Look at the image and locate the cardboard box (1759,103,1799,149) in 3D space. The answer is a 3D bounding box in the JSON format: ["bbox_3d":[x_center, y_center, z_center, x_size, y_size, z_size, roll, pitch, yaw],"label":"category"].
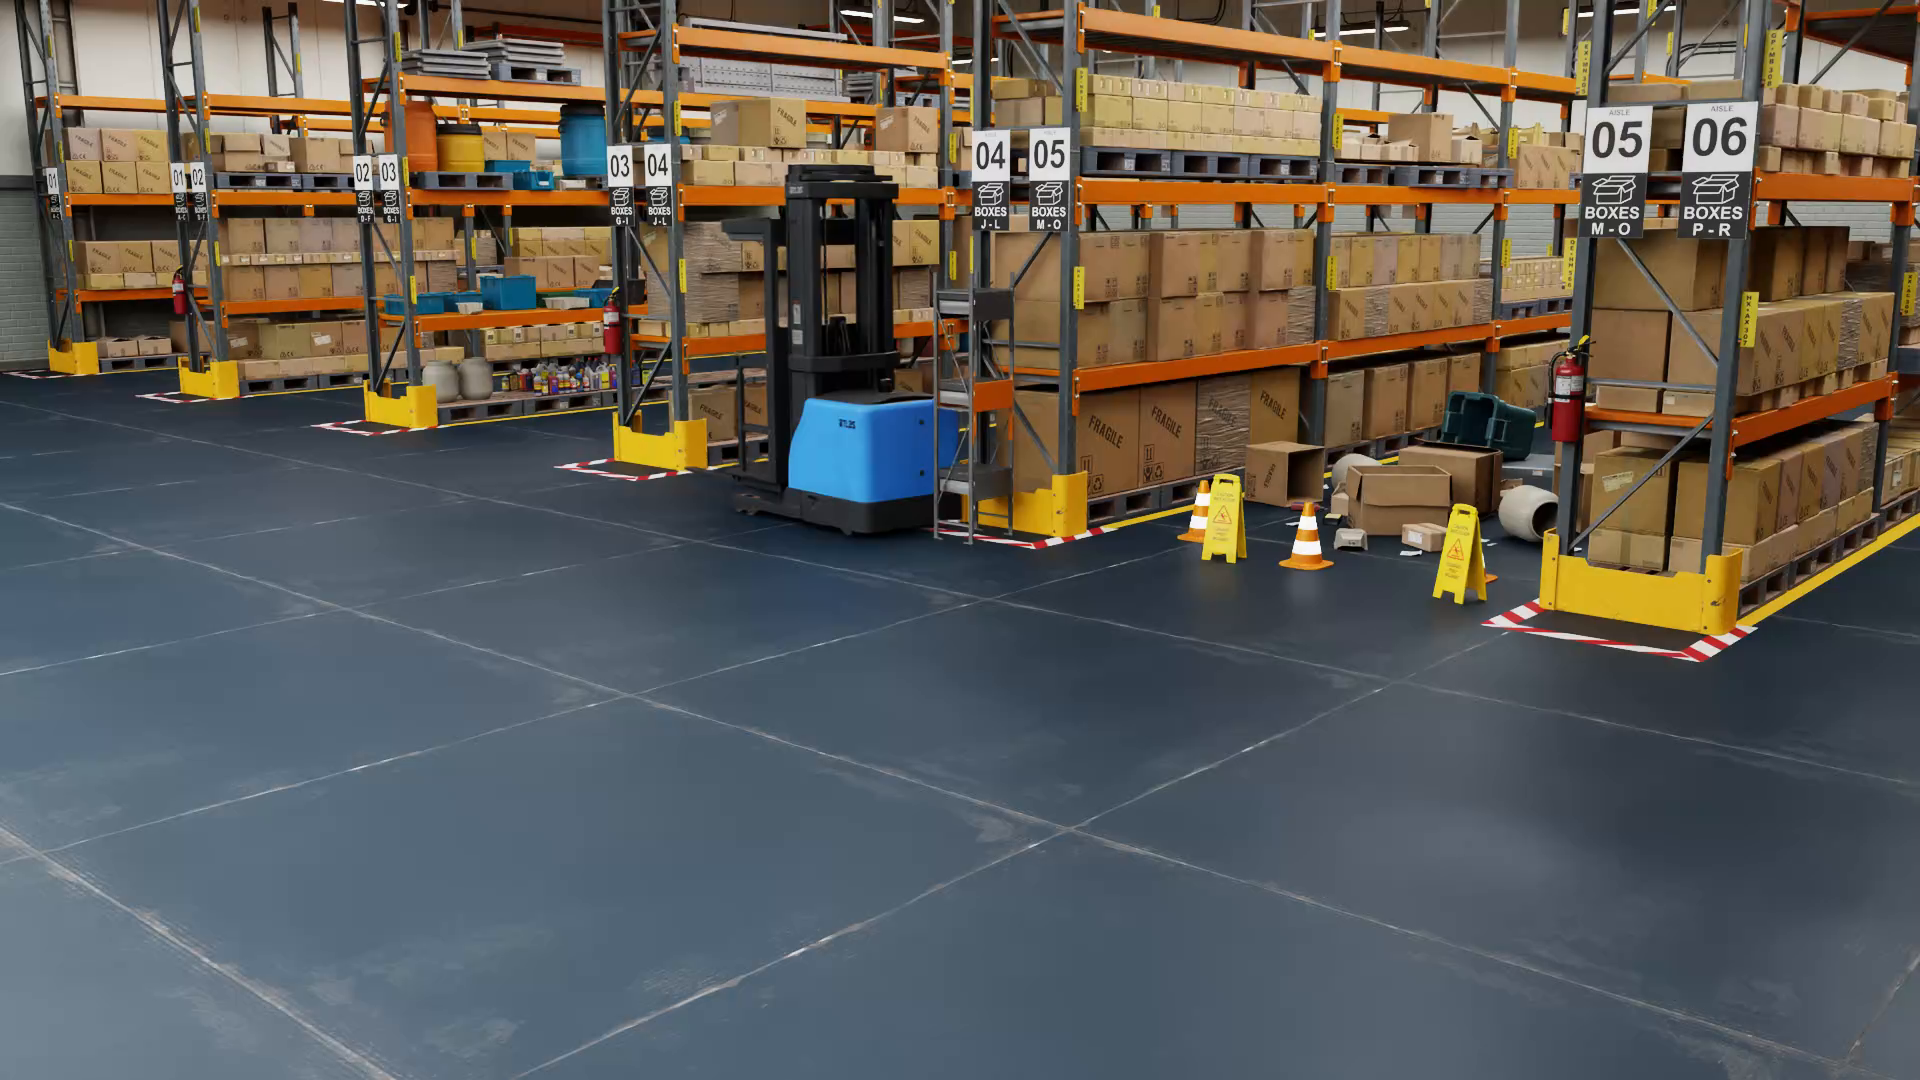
[{"bbox_3d":[4.837,-2.548,10.274,0.500,0.250,0.500,9,15,39],"label":"cardboard box"}]

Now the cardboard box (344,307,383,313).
[{"bbox_3d":[-10.899,-4.290,30.373,0.500,0.250,0.500,9,15,39],"label":"cardboard box"}]

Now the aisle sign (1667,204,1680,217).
[{"bbox_3d":[10.905,-5.269,25.294,0.394,0.787,0.004,10,15,40],"label":"aisle sign"}]

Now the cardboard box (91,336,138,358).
[{"bbox_3d":[-13.777,-3.155,27.091,0.500,0.311,0.500,8,14,34],"label":"cardboard box"}]

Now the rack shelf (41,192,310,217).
[{"bbox_3d":[-12.981,-5.580,27.669,1.077,0.370,4.000,10,15,40],"label":"rack shelf"}]

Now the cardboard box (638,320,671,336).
[{"bbox_3d":[-3.106,-2.192,17.168,0.380,0.149,0.250,10,15,40],"label":"cardboard box"}]

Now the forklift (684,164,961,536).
[{"bbox_3d":[-1.328,-1.704,14.261,1.130,2.935,3.031,-9,15,-39],"label":"forklift"}]

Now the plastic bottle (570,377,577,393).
[{"bbox_3d":[-5.071,-2.036,21.770,0.097,0.201,0.097,0,11,0],"label":"plastic bottle"}]

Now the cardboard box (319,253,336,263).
[{"bbox_3d":[-9.308,-4.114,24.241,0.380,0.149,0.250,10,15,40],"label":"cardboard box"}]

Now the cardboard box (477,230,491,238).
[{"bbox_3d":[-9.226,-5.873,31.922,0.380,0.149,0.250,7,14,33],"label":"cardboard box"}]

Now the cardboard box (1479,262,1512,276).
[{"bbox_3d":[6.255,-3.185,19.551,0.380,0.149,0.250,10,15,40],"label":"cardboard box"}]

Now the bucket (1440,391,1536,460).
[{"bbox_3d":[4.803,-1.001,15.040,0.620,0.611,0.726,5,7,-30],"label":"bucket"}]

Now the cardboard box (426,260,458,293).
[{"bbox_3d":[-8.225,-4.099,25.821,0.700,0.500,0.500,9,15,39],"label":"cardboard box"}]

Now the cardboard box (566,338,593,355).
[{"bbox_3d":[-6.470,-3.227,27.660,0.500,0.250,0.500,10,15,41],"label":"cardboard box"}]

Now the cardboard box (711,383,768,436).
[{"bbox_3d":[-2.345,-1.409,17.915,0.500,0.500,0.500,-7,13,-33],"label":"cardboard box"}]

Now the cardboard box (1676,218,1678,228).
[{"bbox_3d":[9.949,-4.300,23.512,0.500,0.500,0.500,9,14,38],"label":"cardboard box"}]

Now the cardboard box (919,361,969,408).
[{"bbox_3d":[-0.077,-1.912,20.386,0.700,0.500,0.500,8,14,36],"label":"cardboard box"}]

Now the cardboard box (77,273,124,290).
[{"bbox_3d":[-13.741,-4.135,26.586,0.500,0.250,0.500,9,15,39],"label":"cardboard box"}]

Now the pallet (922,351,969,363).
[{"bbox_3d":[-0.284,-2.996,27.674,1.003,0.211,1.213,10,15,40],"label":"pallet"}]

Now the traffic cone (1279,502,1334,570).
[{"bbox_3d":[2.562,-0.045,12.253,0.336,0.463,0.334,10,15,40],"label":"traffic cone"}]

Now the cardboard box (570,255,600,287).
[{"bbox_3d":[-6.392,-4.505,27.852,0.500,0.500,0.500,9,14,37],"label":"cardboard box"}]

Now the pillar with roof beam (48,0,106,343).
[{"bbox_3d":[-11.255,-6.768,24.120,9.100,9.000,0.400,10,15,40],"label":"pillar with roof beam"}]

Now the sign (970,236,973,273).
[{"bbox_3d":[0.122,-2.346,13.739,0.100,0.325,0.005,10,15,40],"label":"sign"}]

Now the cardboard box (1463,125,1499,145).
[{"bbox_3d":[6.200,-4.833,19.883,0.396,0.266,0.258,10,15,40],"label":"cardboard box"}]

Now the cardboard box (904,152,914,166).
[{"bbox_3d":[-0.741,-4.315,18.864,0.380,0.149,0.250,10,15,41],"label":"cardboard box"}]

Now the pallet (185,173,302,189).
[{"bbox_3d":[-10.092,-5.056,23.434,1.003,0.211,1.213,10,15,40],"label":"pallet"}]

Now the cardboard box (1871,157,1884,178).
[{"bbox_3d":[6.583,-2.749,12.299,0.380,0.149,0.250,10,15,41],"label":"cardboard box"}]

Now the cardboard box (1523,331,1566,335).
[{"bbox_3d":[7.755,-2.629,22.111,0.500,0.250,0.500,9,14,38],"label":"cardboard box"}]

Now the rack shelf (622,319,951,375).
[{"bbox_3d":[-1.819,-2.188,18.343,1.077,0.370,4.000,10,15,40],"label":"rack shelf"}]

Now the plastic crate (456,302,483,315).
[{"bbox_3d":[-6.027,-2.847,20.483,0.298,0.136,0.250,10,15,40],"label":"plastic crate"}]

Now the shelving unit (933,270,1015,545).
[{"bbox_3d":[0.109,-1.054,13.127,0.431,2.100,0.503,10,15,40],"label":"shelving unit"}]

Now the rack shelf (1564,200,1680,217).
[{"bbox_3d":[9.762,-4.768,23.604,1.077,0.370,4.000,10,15,40],"label":"rack shelf"}]

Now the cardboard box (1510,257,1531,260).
[{"bbox_3d":[7.150,-3.578,21.519,0.380,0.149,0.250,10,15,40],"label":"cardboard box"}]

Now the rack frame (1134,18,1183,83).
[{"bbox_3d":[3.702,-8.183,31.204,1.000,3.000,0.127,10,15,40],"label":"rack frame"}]

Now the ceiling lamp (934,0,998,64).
[{"bbox_3d":[-0.071,-12.394,37.388,2.000,3.185,0.800,10,15,40],"label":"ceiling lamp"}]

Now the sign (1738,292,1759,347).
[{"bbox_3d":[4.713,-1.319,9.949,0.100,0.325,0.005,10,15,40],"label":"sign"}]

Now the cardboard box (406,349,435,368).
[{"bbox_3d":[-8.417,-2.805,25.545,0.500,0.250,0.500,10,15,40],"label":"cardboard box"}]

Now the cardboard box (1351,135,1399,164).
[{"bbox_3d":[4.488,-4.222,17.933,0.500,0.311,0.500,9,15,39],"label":"cardboard box"}]

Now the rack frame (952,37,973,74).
[{"bbox_3d":[-0.016,-8.824,34.413,1.000,3.000,0.127,10,15,40],"label":"rack frame"}]

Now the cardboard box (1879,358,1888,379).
[{"bbox_3d":[6.962,-1.344,12.922,0.380,0.149,0.250,10,15,40],"label":"cardboard box"}]

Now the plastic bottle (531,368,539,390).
[{"bbox_3d":[-5.698,-2.148,22.136,0.152,0.276,0.135,9,15,39],"label":"plastic bottle"}]

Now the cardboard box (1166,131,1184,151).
[{"bbox_3d":[1.654,-3.351,13.984,0.380,0.149,0.250,10,15,41],"label":"cardboard box"}]

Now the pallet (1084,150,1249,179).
[{"bbox_3d":[1.807,-3.308,14.686,1.003,0.211,1.213,10,15,40],"label":"pallet"}]

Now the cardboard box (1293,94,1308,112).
[{"bbox_3d":[2.992,-4.040,15.401,0.380,0.149,0.250,10,15,40],"label":"cardboard box"}]

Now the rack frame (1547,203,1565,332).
[{"bbox_3d":[8.442,-3.356,22.354,1.000,3.000,0.127,10,15,40],"label":"rack frame"}]

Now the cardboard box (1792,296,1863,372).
[{"bbox_3d":[6.165,-1.497,12.035,0.500,0.500,0.500,10,15,42],"label":"cardboard box"}]

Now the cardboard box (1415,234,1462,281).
[{"bbox_3d":[5.164,-3.167,18.602,0.700,0.500,0.500,9,15,40],"label":"cardboard box"}]

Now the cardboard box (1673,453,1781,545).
[{"bbox_3d":[5.061,-0.277,10.973,0.500,0.500,0.500,9,14,38],"label":"cardboard box"}]

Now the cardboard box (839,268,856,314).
[{"bbox_3d":[-1.453,-2.816,18.637,0.875,0.500,0.500,10,15,40],"label":"cardboard box"}]

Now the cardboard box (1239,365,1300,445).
[{"bbox_3d":[2.693,-1.259,16.210,0.875,0.875,0.875,10,15,41],"label":"cardboard box"}]

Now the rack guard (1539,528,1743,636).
[{"bbox_3d":[4.355,0.250,10.686,1.175,0.500,0.348,10,15,40],"label":"rack guard"}]

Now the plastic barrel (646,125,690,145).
[{"bbox_3d":[-4.046,-5.295,23.125,0.600,0.901,0.708,10,15,40],"label":"plastic barrel"}]

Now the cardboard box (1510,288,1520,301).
[{"bbox_3d":[6.425,-2.929,19.787,0.380,0.149,0.250,11,16,43],"label":"cardboard box"}]

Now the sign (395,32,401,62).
[{"bbox_3d":[-6.449,-5.654,19.079,0.100,0.325,0.005,10,15,40],"label":"sign"}]
